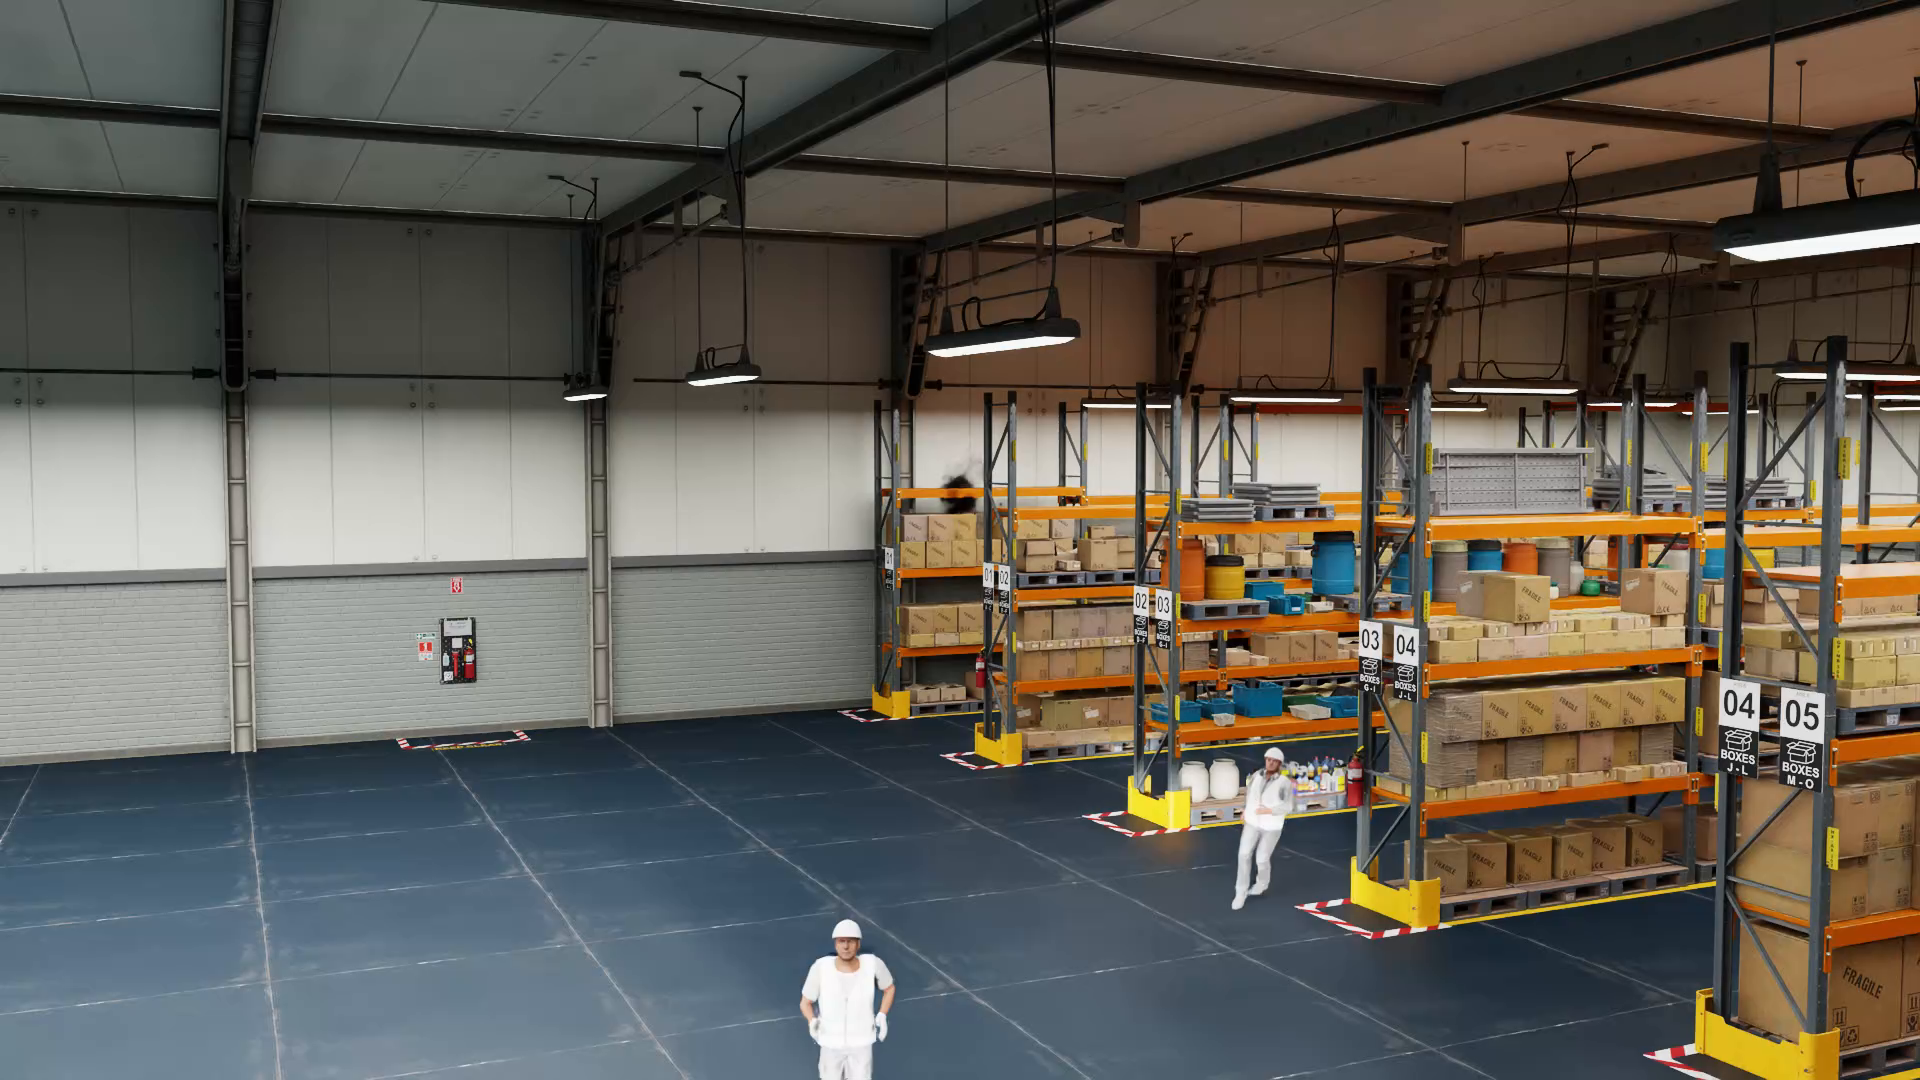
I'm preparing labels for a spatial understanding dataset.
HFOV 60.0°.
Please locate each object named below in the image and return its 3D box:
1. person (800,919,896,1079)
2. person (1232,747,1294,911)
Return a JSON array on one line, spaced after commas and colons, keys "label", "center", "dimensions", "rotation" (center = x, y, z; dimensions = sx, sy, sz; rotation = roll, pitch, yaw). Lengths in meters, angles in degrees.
[{"label": "person", "center": [-0.802, 3.589, 11.900], "dimensions": [0.681, 1.766, 0.878], "rotation": [0, 3, -2]}, {"label": "person", "center": [3.407, 3.197, 18.565], "dimensions": [0.650, 1.766, 0.827], "rotation": [2, 4, 29]}]
